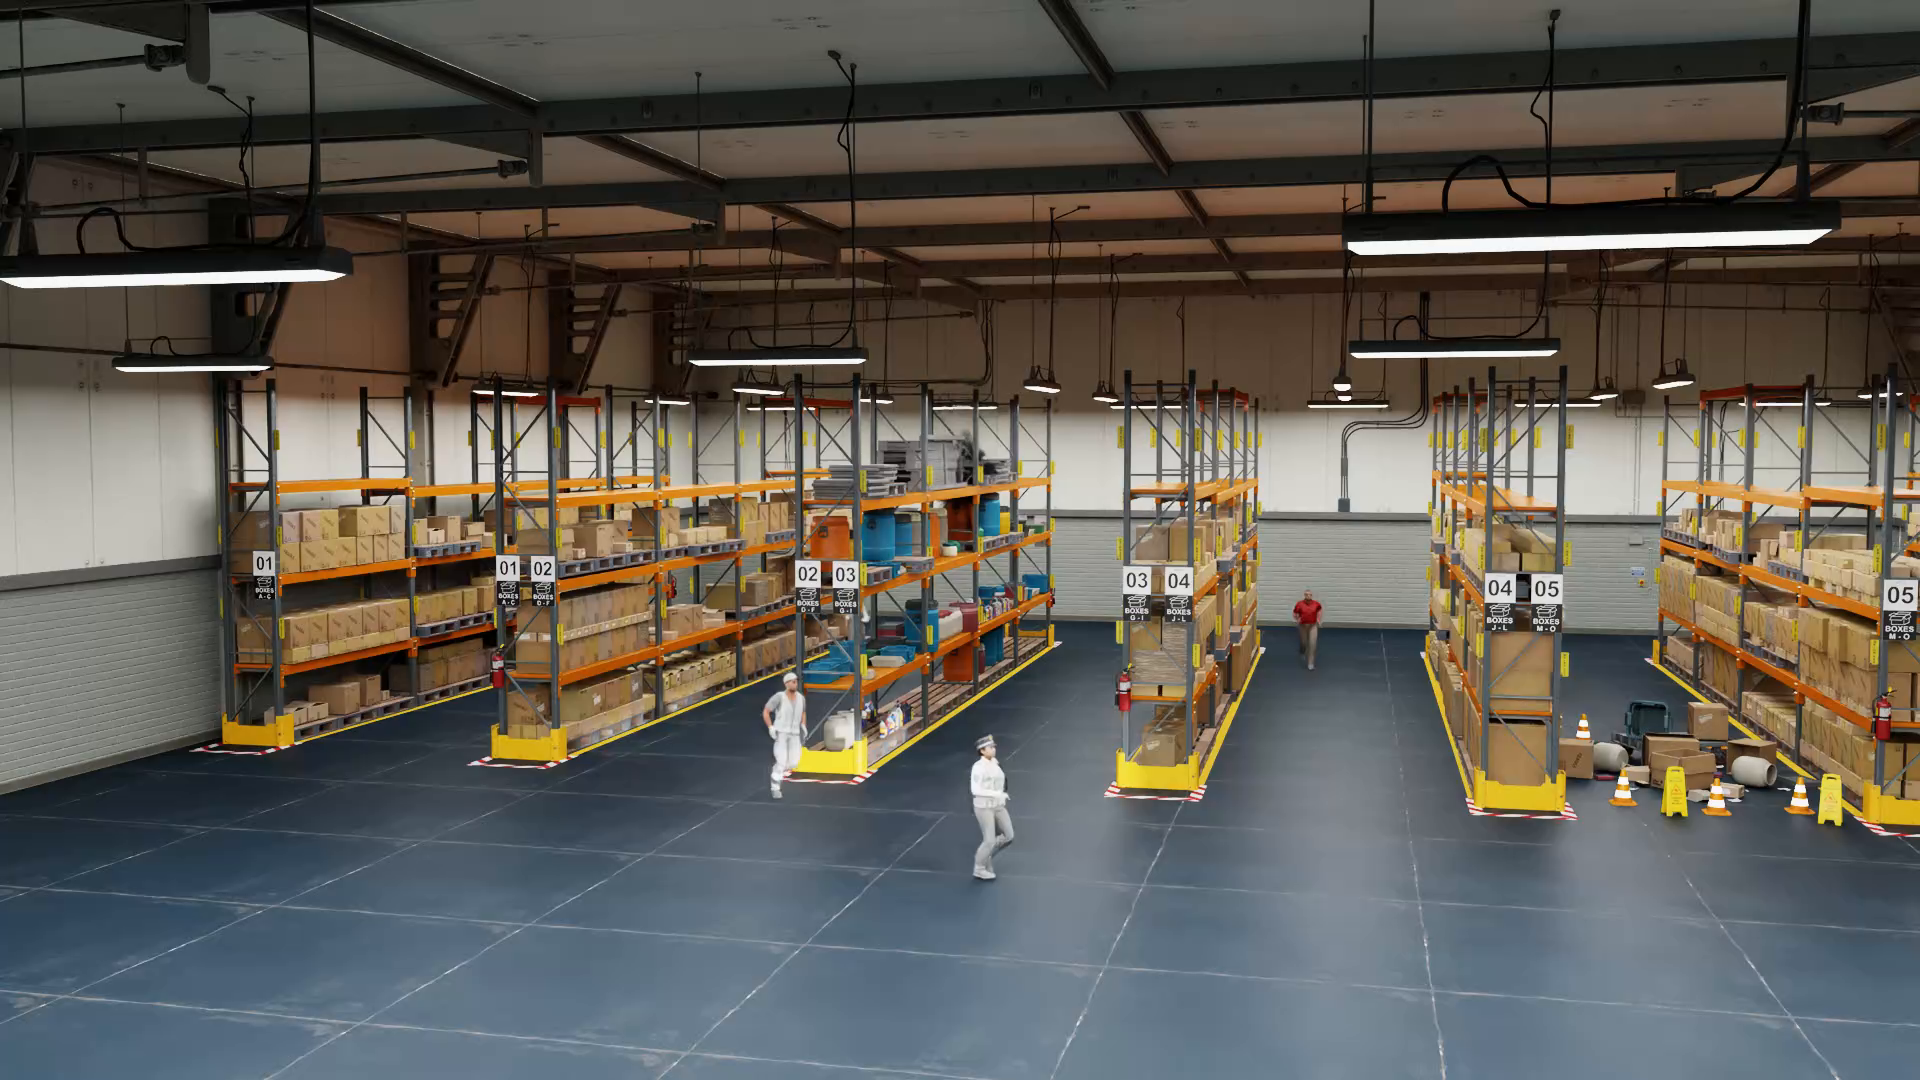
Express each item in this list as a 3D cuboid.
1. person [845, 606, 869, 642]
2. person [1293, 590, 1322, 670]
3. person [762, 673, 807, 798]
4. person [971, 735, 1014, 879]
[{"bbox_3d":[-2.085,1.887,33.461,0.534,1.616,0.826,1,3,8],"label":"person"},{"bbox_3d":[7.668,1.946,36.673,0.647,1.719,0.950,0,3,8],"label":"person"},{"bbox_3d":[-2.467,2.740,23.552,0.702,1.731,0.574,-2,4,-33],"label":"person"},{"bbox_3d":[0.389,3.029,18.876,0.554,1.655,0.602,3,4,36],"label":"person"}]
